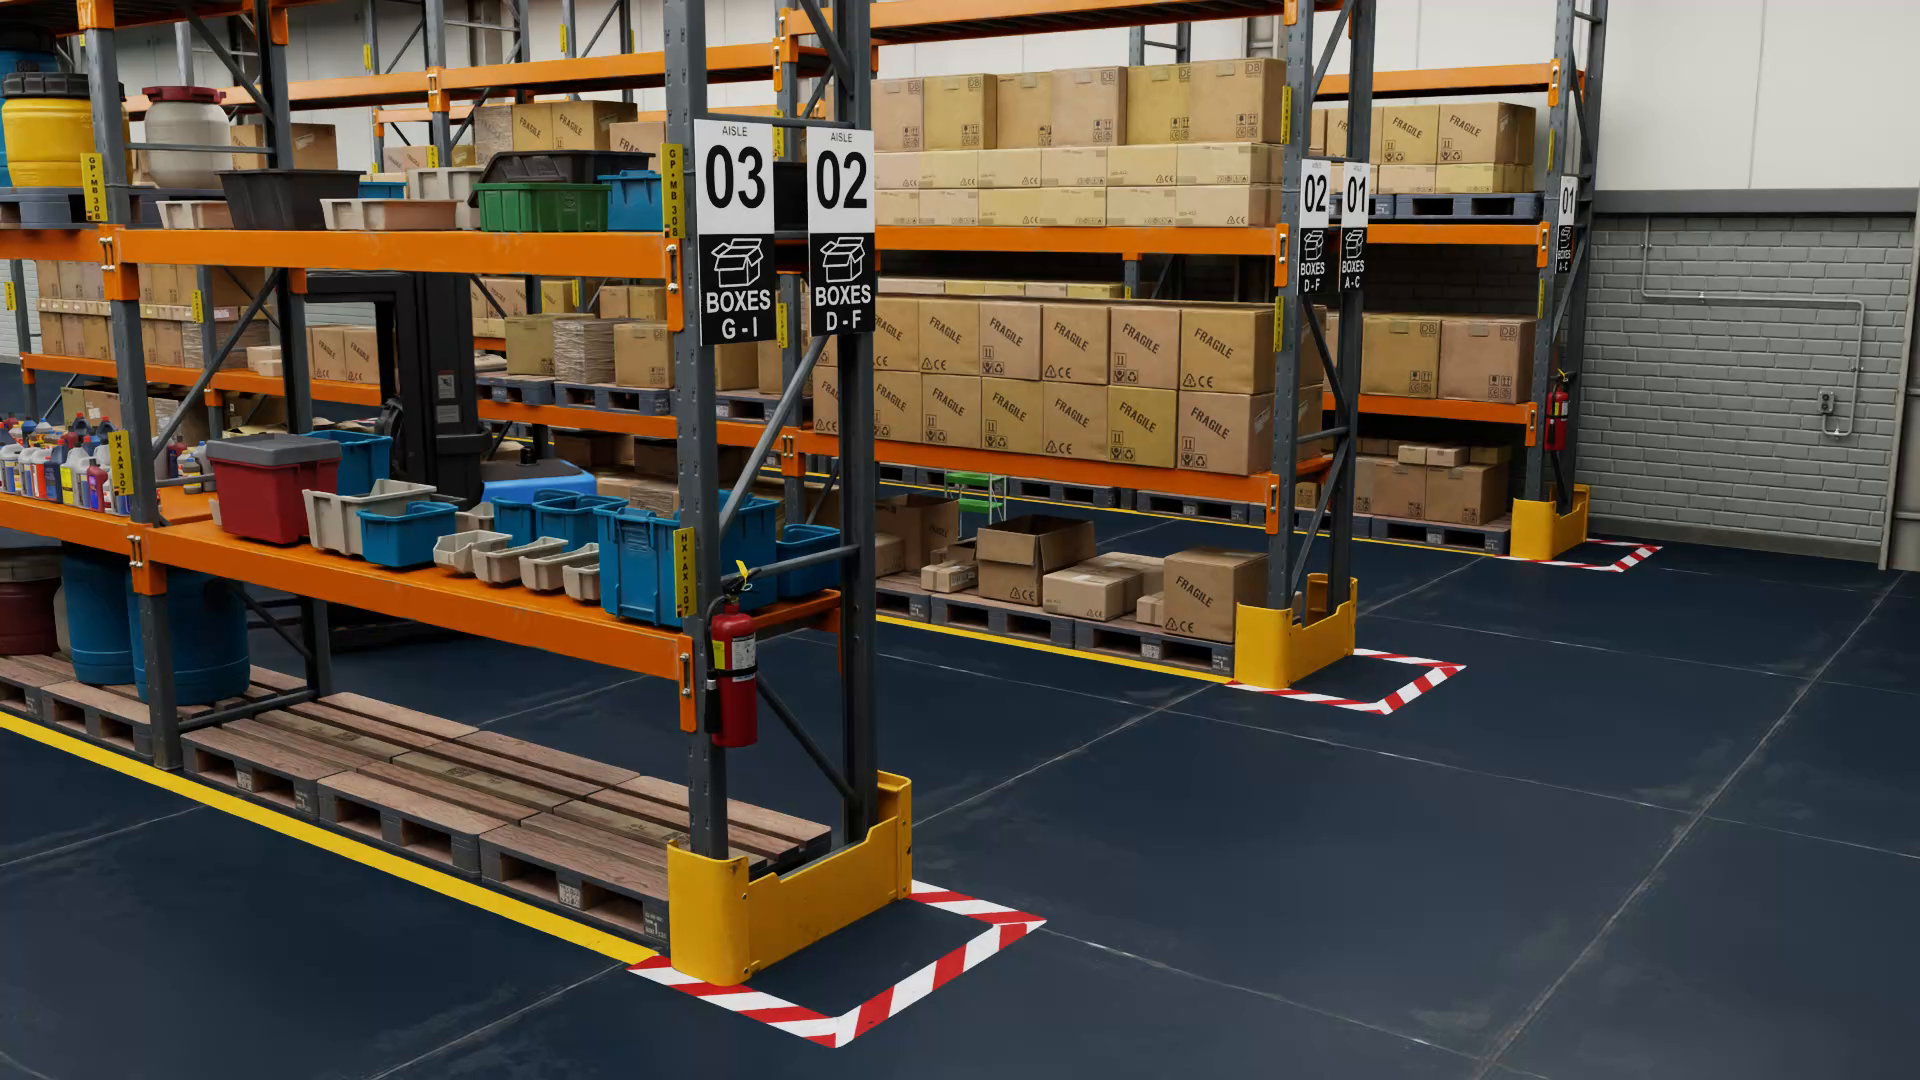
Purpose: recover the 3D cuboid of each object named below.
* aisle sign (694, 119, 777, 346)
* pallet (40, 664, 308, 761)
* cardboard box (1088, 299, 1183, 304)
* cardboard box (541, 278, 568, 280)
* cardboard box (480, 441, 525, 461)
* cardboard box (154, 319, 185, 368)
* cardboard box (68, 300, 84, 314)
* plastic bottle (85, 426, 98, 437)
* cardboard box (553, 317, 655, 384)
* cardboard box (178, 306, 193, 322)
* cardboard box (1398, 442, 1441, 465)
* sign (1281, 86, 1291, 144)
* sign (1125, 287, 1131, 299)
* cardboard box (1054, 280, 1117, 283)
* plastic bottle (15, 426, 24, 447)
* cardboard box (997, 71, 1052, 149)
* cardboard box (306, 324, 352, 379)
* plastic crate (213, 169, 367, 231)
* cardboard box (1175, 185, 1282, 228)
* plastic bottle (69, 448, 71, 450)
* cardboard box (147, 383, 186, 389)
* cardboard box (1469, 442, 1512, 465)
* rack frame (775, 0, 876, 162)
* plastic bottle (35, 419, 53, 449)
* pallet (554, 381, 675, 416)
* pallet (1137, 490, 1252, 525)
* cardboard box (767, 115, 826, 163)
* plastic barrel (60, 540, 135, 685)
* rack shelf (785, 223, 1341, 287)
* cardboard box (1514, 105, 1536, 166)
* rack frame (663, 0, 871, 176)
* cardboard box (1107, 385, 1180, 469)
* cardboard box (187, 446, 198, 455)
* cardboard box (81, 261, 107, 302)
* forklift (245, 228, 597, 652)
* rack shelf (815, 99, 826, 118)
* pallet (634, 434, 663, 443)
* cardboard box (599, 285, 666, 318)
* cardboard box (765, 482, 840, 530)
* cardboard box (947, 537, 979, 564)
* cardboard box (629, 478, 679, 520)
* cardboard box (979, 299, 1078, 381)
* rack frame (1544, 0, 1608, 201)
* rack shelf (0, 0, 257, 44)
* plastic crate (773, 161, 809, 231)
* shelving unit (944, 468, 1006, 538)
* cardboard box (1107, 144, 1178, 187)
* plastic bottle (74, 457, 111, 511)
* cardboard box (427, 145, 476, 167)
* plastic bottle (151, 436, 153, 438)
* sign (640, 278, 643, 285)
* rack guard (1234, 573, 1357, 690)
[{"bbox_3d":[-0.808,-1.110,6.026,0.004,0.787,0.394,8,13,36],"label":"aisle sign"},{"bbox_3d":[-4.514,0.939,9.618,1.213,0.211,1.003,8,13,36],"label":"pallet"},{"bbox_3d":[1.214,-1.390,11.419,0.500,0.500,0.500,8,14,36],"label":"cardboard box"},{"bbox_3d":[-5.569,-3.257,22.337,0.500,0.500,0.500,8,14,37],"label":"cardboard box"},{"bbox_3d":[-4.454,-0.779,15.818,0.500,0.311,0.500,9,14,37],"label":"cardboard box"},{"bbox_3d":[-8.220,-2.150,17.983,0.500,0.500,0.700,8,13,35],"label":"cardboard box"},{"bbox_3d":[-9.849,-2.648,18.847,0.250,0.149,0.380,8,13,35],"label":"cardboard box"},{"bbox_3d":[-5.421,-0.575,10.412,0.133,0.283,0.061,8,13,36],"label":"plastic bottle"},{"bbox_3d":[-3.008,-1.614,14.105,0.700,0.500,0.500,-10,15,-42],"label":"cardboard box"},{"bbox_3d":[-7.974,-2.387,17.501,0.250,0.149,0.380,8,13,34],"label":"cardboard box"},{"bbox_3d":[4.130,-0.779,14.929,0.250,0.149,0.380,8,14,37],"label":"cardboard box"},{"bbox_3d":[1.897,-2.469,9.668,0.005,0.325,0.100,8,13,36],"label":"sign"},{"bbox_3d":[1.634,-2.299,16.174,0.005,0.325,0.100,8,13,36],"label":"sign"},{"bbox_3d":[1.305,-2.576,17.373,0.500,0.250,0.500,8,14,36],"label":"cardboard box"},{"bbox_3d":[-6.216,-0.656,11.045,0.097,0.201,0.097,0,11,0],"label":"plastic bottle"},{"bbox_3d":[0.651,-2.892,11.289,0.500,0.500,0.700,8,13,36],"label":"cardboard box"},{"bbox_3d":[-6.396,-1.895,16.663,0.500,0.500,0.500,9,14,40],"label":"cardboard box"},{"bbox_3d":[-3.078,-1.563,7.660,0.590,0.269,0.497,8,13,36],"label":"plastic crate"},{"bbox_3d":[1.672,-2.061,10.284,0.500,0.250,0.500,8,13,36],"label":"cardboard box"},{"bbox_3d":[-5.068,-0.387,9.472,0.097,0.271,0.097,0,11,0],"label":"plastic bottle"},{"bbox_3d":[-9.231,-1.543,19.267,0.500,0.500,0.500,8,13,36],"label":"cardboard box"},{"bbox_3d":[4.767,-0.781,14.936,0.250,0.149,0.380,8,14,36],"label":"cardboard box"},{"bbox_3d":[-0.982,-4.040,12.219,0.127,3.000,1.000,8,13,36],"label":"rack frame"},{"bbox_3d":[-5.980,-0.657,10.869,0.097,0.271,0.097,0,11,0],"label":"plastic bottle"},{"bbox_3d":[-2.636,-1.232,14.005,1.213,0.211,1.003,8,13,36],"label":"pallet"},{"bbox_3d":[2.514,-0.387,16.472,1.213,0.211,1.003,8,13,36],"label":"pallet"},{"bbox_3d":[-1.344,-2.939,12.796,0.600,0.600,0.600,6,13,30],"label":"cardboard box"},{"bbox_3d":[-4.916,0.344,9.772,0.708,0.901,0.600,8,13,36],"label":"plastic barrel"},{"bbox_3d":[0.630,-1.989,11.410,4.000,0.370,1.077,8,13,36],"label":"rack shelf"},{"bbox_3d":[4.726,-3.545,14.611,0.500,0.500,0.500,7,13,33],"label":"cardboard box"},{"bbox_3d":[-0.693,-2.832,5.977,0.127,3.000,1.000,8,13,36],"label":"rack frame"},{"bbox_3d":[1.300,-0.760,10.799,0.500,0.500,0.500,8,14,36],"label":"cardboard box"},{"bbox_3d":[-7.933,-0.869,17.756,0.500,0.250,0.500,8,13,36],"label":"cardboard box"},{"bbox_3d":[-9.409,-2.954,18.724,0.500,0.500,0.700,8,14,36],"label":"cardboard box"},{"bbox_3d":[-4.117,-0.801,11.454,3.031,2.935,1.130,-5,12,-26],"label":"forklift"},{"bbox_3d":[0.335,-4.474,17.410,4.000,0.370,1.077,8,13,36],"label":"rack shelf"},{"bbox_3d":[-3.873,-1.296,21.174,1.213,0.211,1.003,8,13,36],"label":"pallet"},{"bbox_3d":[-4.111,-2.955,20.986,0.500,0.500,0.700,8,14,36],"label":"cardboard box"},{"bbox_3d":[-1.228,-0.175,13.459,0.500,0.500,0.500,7,13,33],"label":"cardboard box"},{"bbox_3d":[0.250,0.115,12.460,0.500,0.311,0.500,8,13,36],"label":"cardboard box"},{"bbox_3d":[-2.347,-0.208,13.630,0.500,0.500,0.500,8,14,36],"label":"cardboard box"},{"bbox_3d":[0.478,-1.365,11.290,0.500,0.500,0.500,8,14,37],"label":"cardboard box"},{"bbox_3d":[5.171,-4.349,13.817,0.127,3.000,1.000,8,13,36],"label":"rack frame"},{"bbox_3d":[-5.529,-2.957,9.570,4.000,0.370,1.077,8,13,36],"label":"rack shelf"},{"bbox_3d":[-0.838,-1.381,6.719,0.590,0.269,0.497,8,13,36],"label":"plastic crate"},{"bbox_3d":[0.133,-0.570,14.820,0.503,1.200,0.258,8,13,36],"label":"shelving unit"},{"bbox_3d":[1.274,-2.364,10.534,0.500,0.250,0.500,8,13,36],"label":"cardboard box"},{"bbox_3d":[-4.720,-0.311,9.069,0.135,0.276,0.152,8,13,36],"label":"plastic bottle"},{"bbox_3d":[-6.764,-5.024,22.257,0.500,0.500,0.500,8,14,37],"label":"cardboard box"},{"bbox_3d":[-4.998,-0.516,10.127,0.135,0.276,0.152,8,13,36],"label":"plastic bottle"},{"bbox_3d":[-4.175,-3.406,21.692,0.005,0.325,0.100,8,13,36],"label":"sign"},{"bbox_3d":[2.181,0.574,10.746,0.348,0.500,1.175,8,13,36],"label":"rack guard"}]
